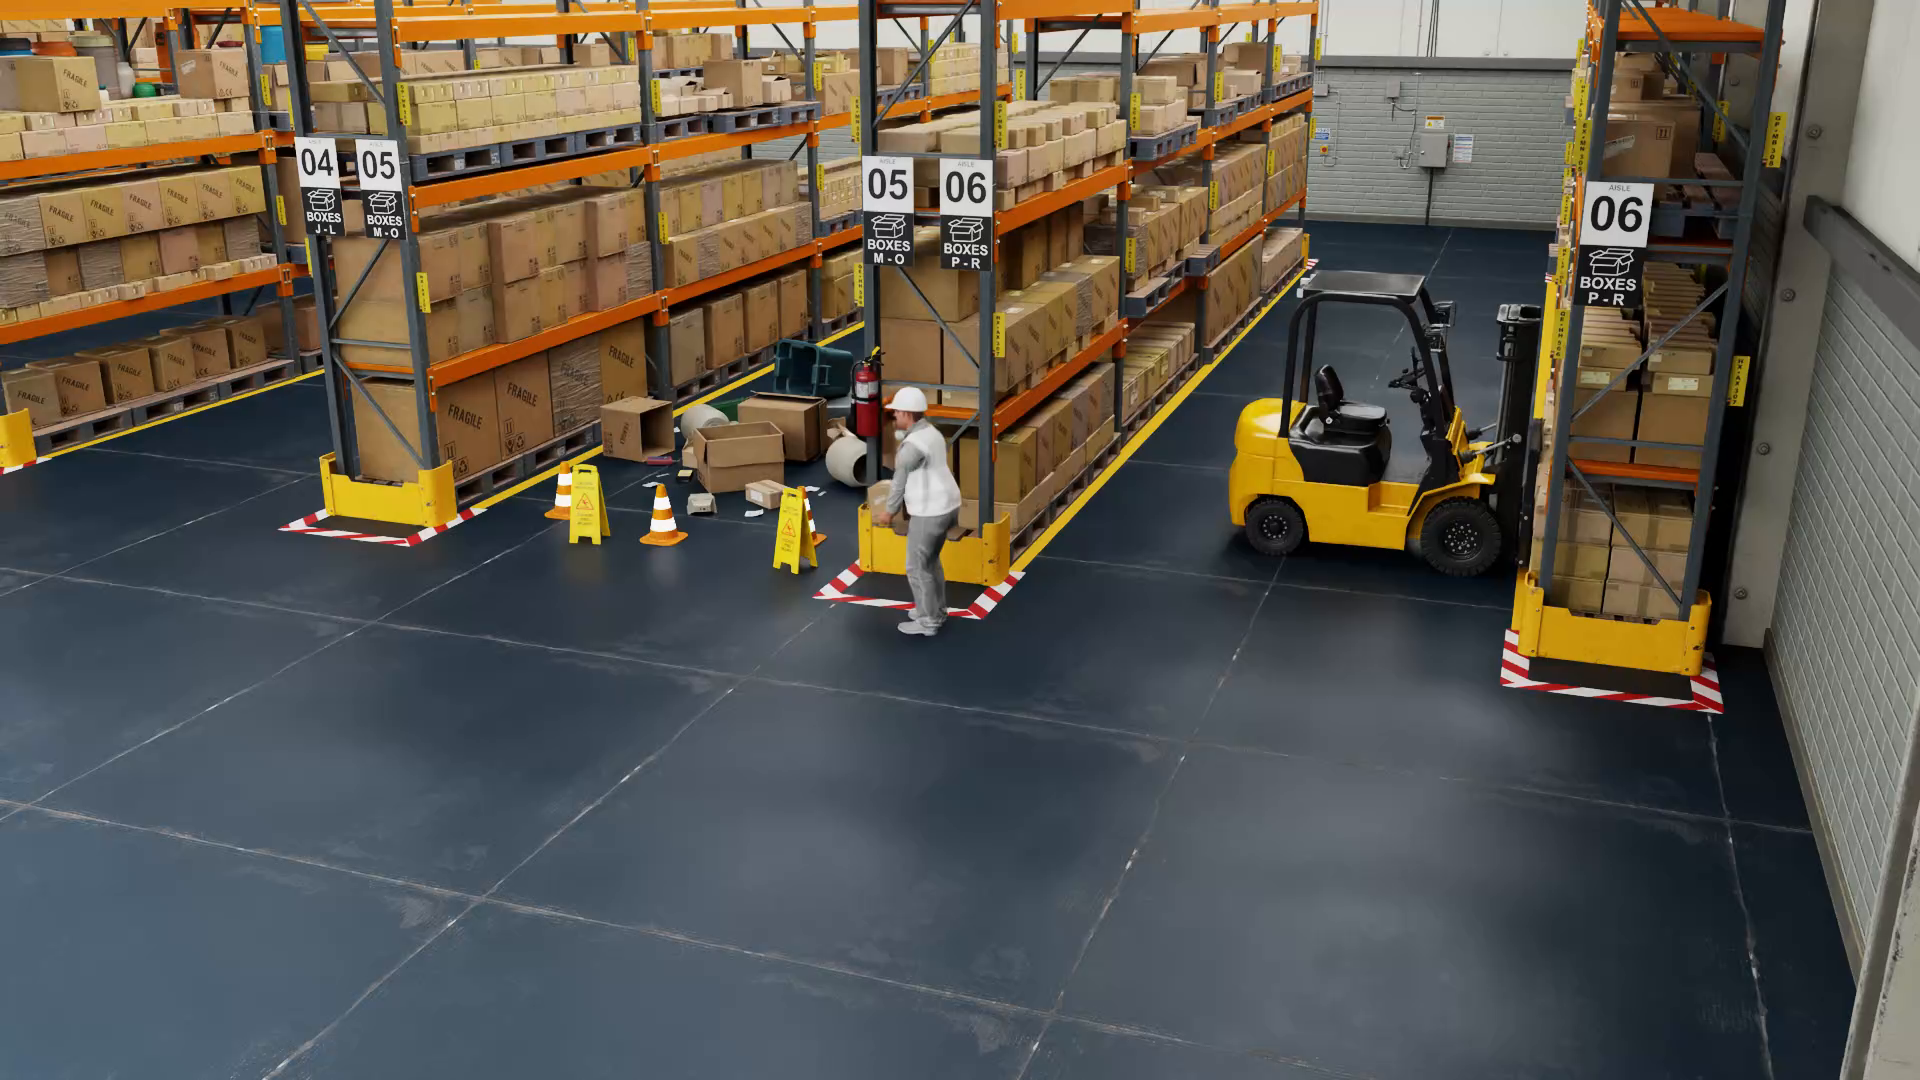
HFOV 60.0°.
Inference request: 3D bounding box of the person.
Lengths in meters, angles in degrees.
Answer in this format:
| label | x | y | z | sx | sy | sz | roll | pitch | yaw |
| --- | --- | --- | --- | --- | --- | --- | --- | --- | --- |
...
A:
| label | x | y | z | sx | sy | sz | roll | pitch | yaw |
| --- | --- | --- | --- | --- | --- | --- | --- | --- | --- |
| person | -0.301 | -0.210 | 11.682 | 0.584 | 1.756 | 0.484 | 8 | 20 | 22 |
